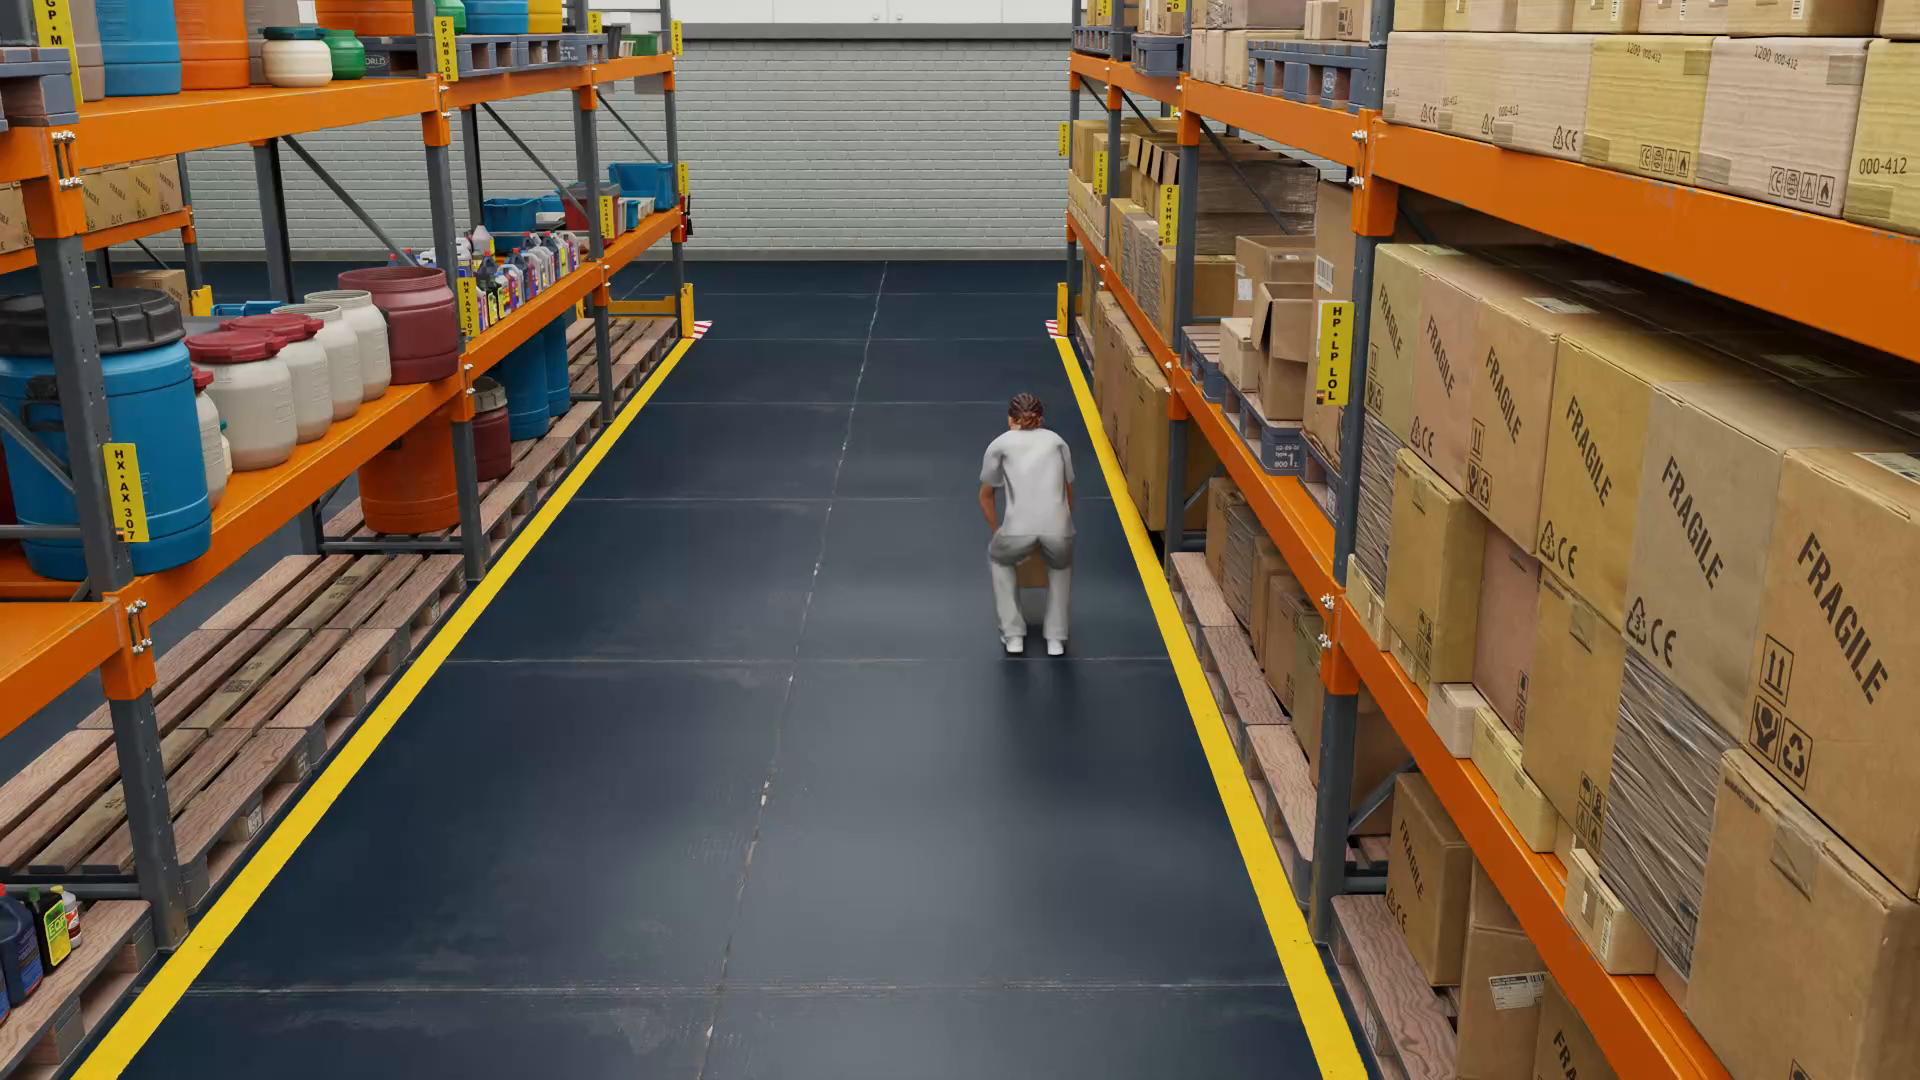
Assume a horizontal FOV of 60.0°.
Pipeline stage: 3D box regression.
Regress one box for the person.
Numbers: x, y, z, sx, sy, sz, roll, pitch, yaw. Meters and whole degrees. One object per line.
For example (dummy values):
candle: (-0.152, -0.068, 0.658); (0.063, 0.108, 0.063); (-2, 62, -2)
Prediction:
person: (0.344, -0.073, 8.464); (0.493, 1.278, 0.693); (0, 17, -1)
